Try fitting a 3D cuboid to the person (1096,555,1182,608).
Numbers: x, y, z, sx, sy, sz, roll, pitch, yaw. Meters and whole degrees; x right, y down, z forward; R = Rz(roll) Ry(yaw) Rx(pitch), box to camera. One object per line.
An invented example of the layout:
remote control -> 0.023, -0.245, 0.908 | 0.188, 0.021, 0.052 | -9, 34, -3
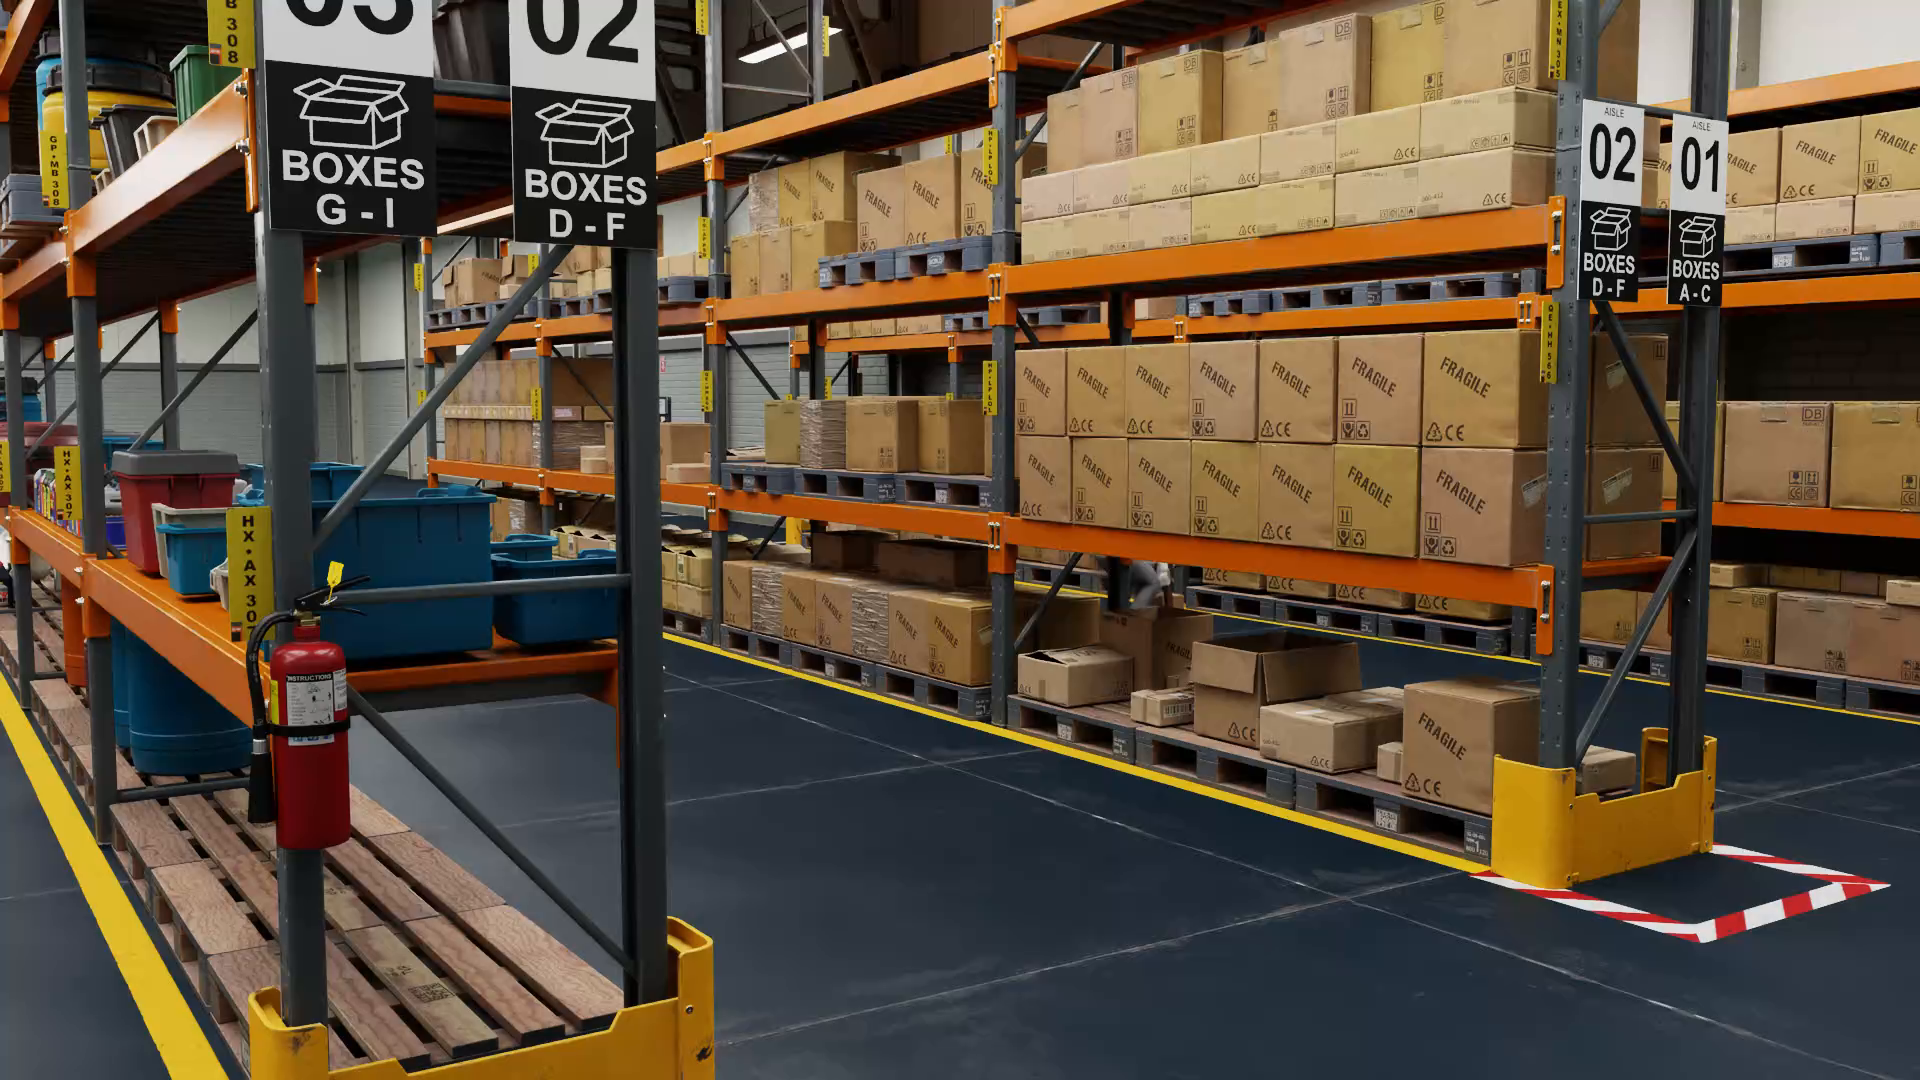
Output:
person -> 1.573, 0.346, 14.558 | 0.905, 0.895, 0.447 | -4, 6, -36
